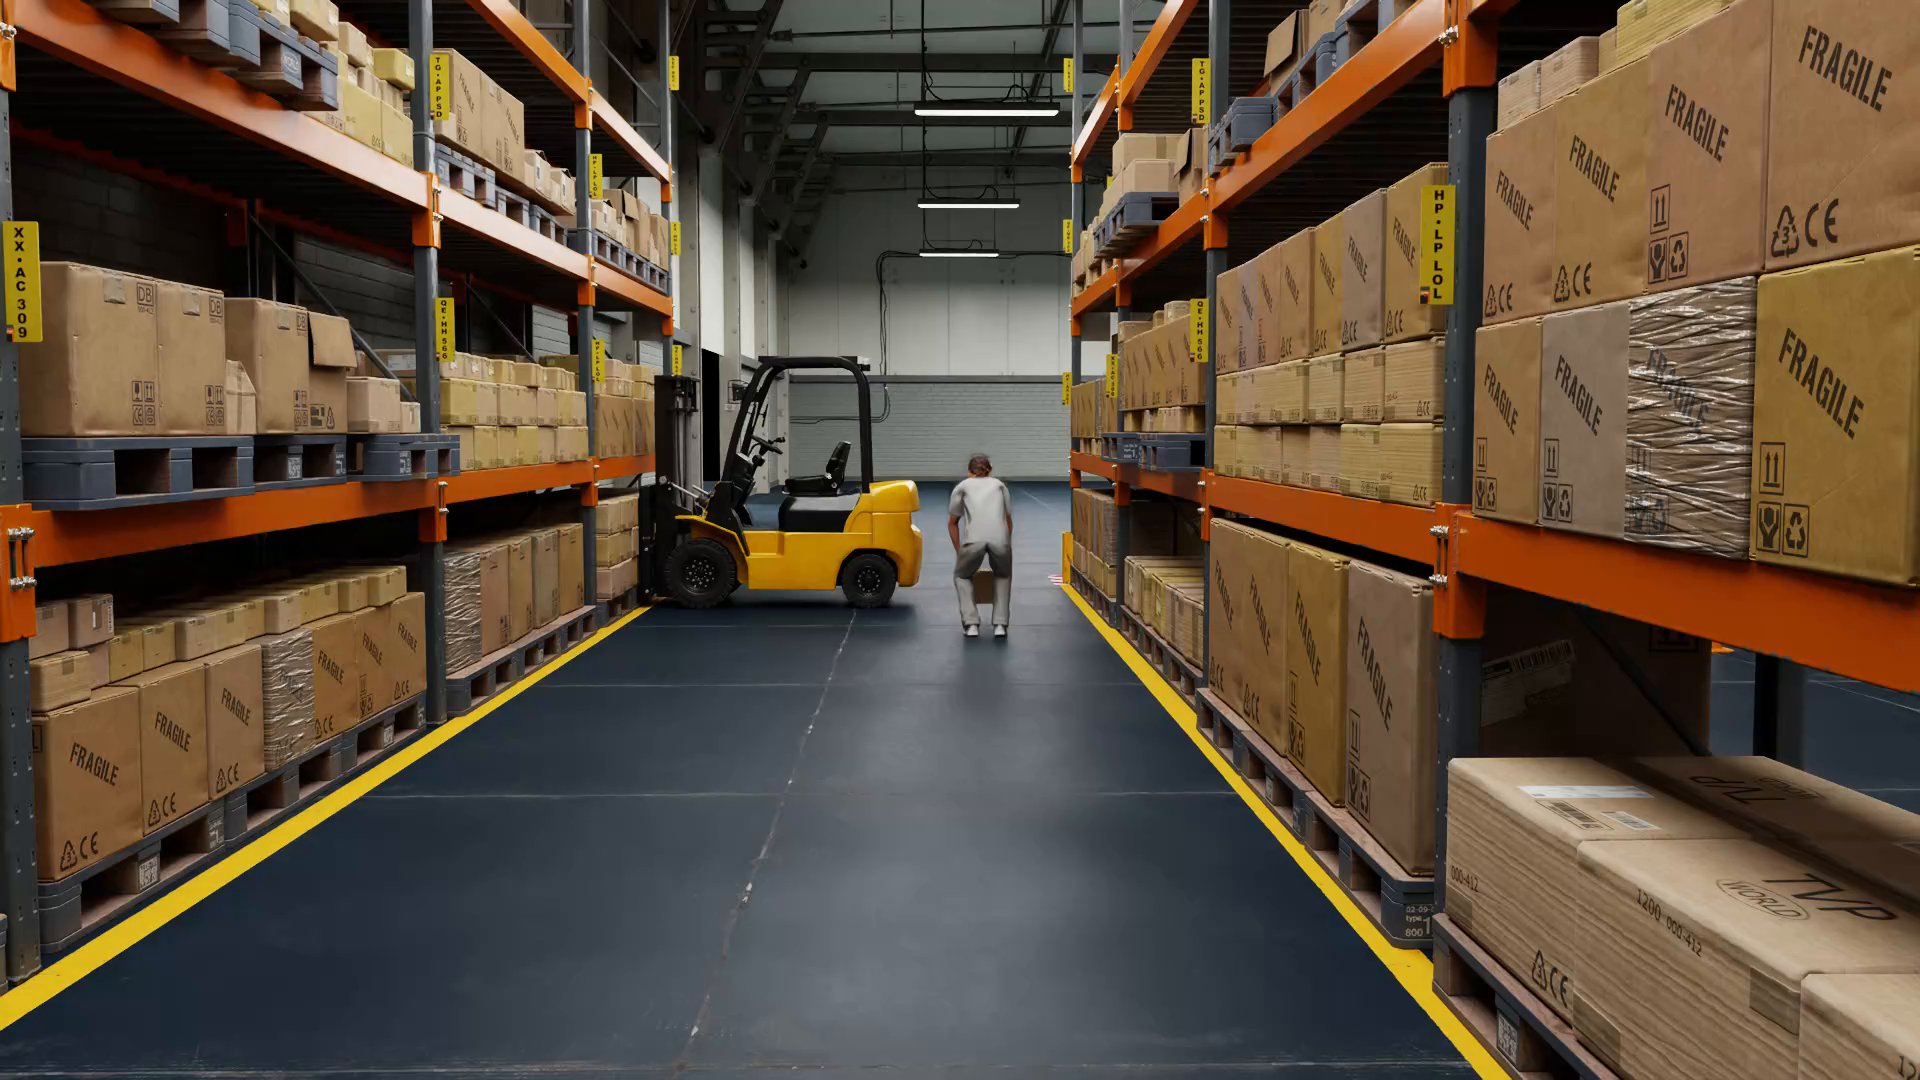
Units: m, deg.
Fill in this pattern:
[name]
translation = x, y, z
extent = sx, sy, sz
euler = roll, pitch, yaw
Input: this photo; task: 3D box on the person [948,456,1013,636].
[person]
translation = 0.155, 0.042, 12.425
extent = 0.491, 1.335, 0.665
euler = 0, 4, -1
